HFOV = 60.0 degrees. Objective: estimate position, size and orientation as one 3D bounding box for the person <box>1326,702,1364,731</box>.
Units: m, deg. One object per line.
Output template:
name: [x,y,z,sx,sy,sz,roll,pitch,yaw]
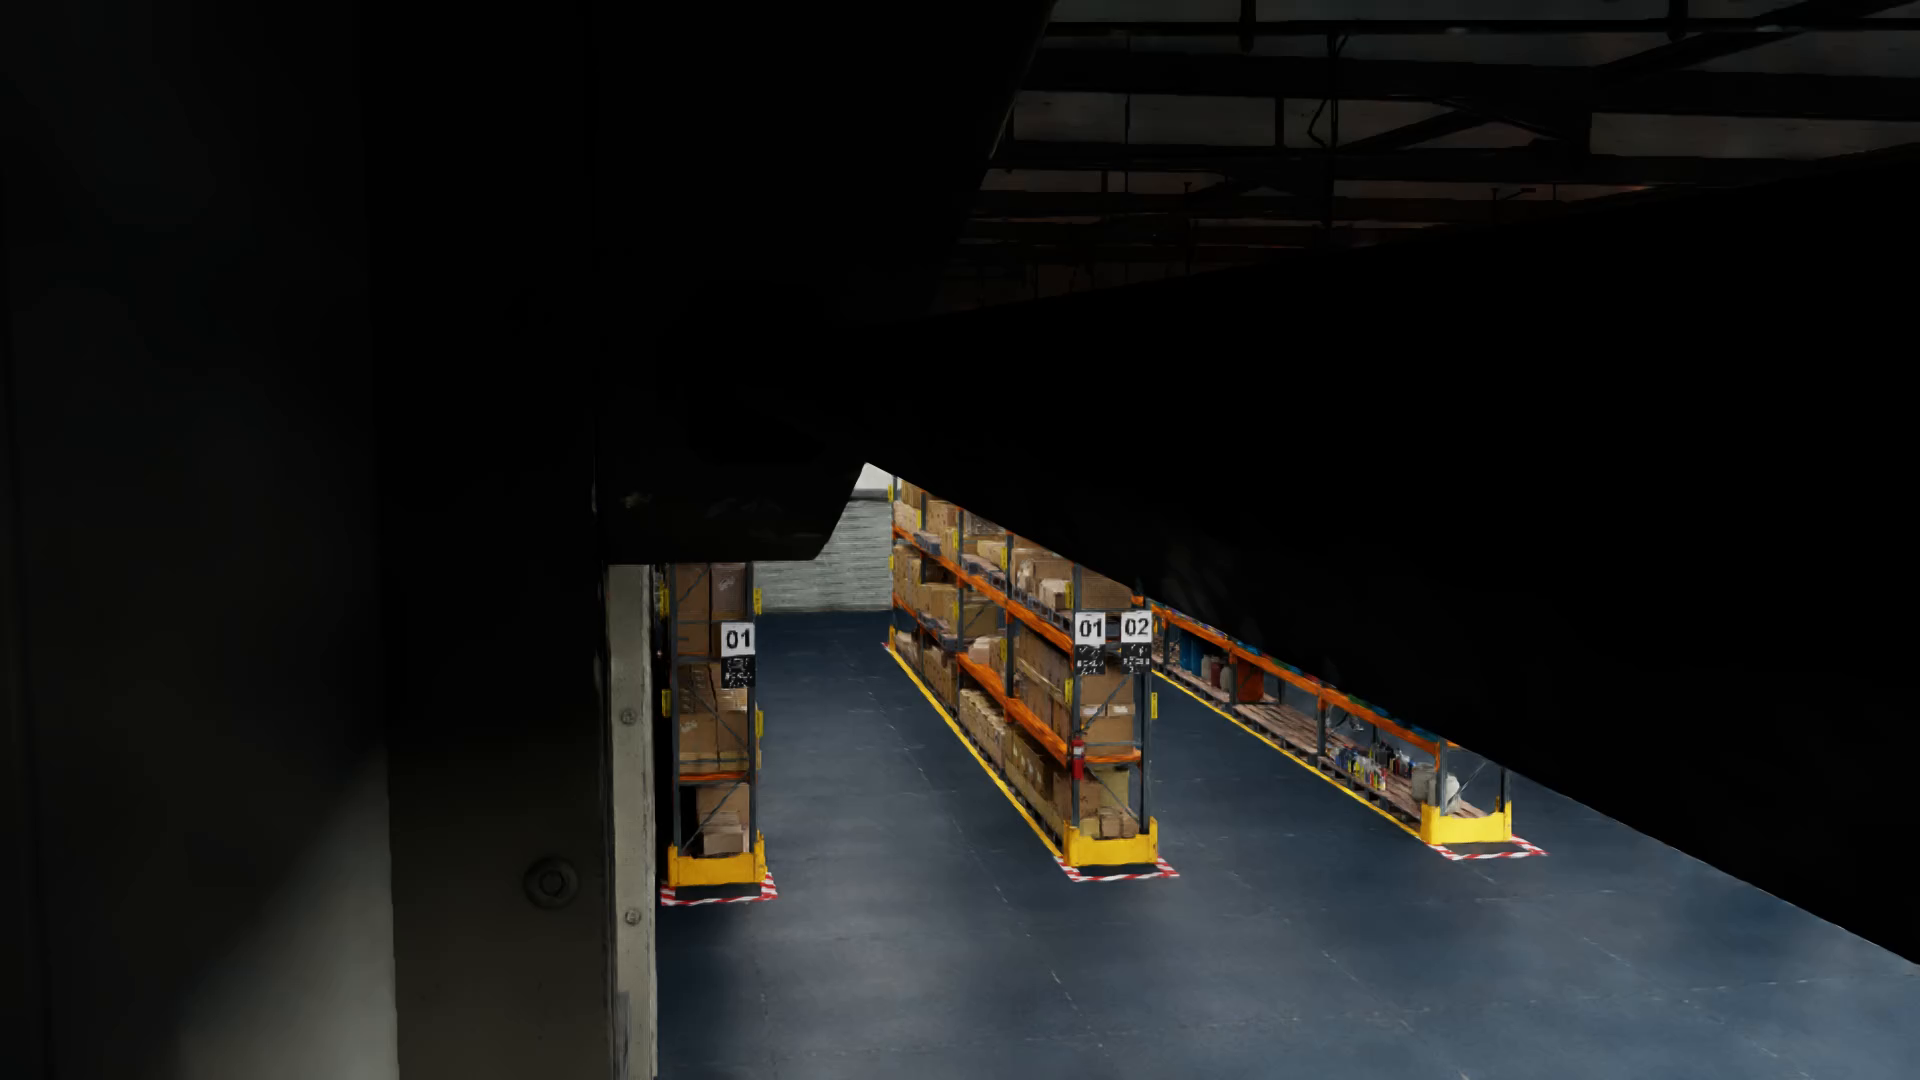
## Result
person: [6.552,2.483,28.517,0.412,1.518,0.955,-2,7,-18]
